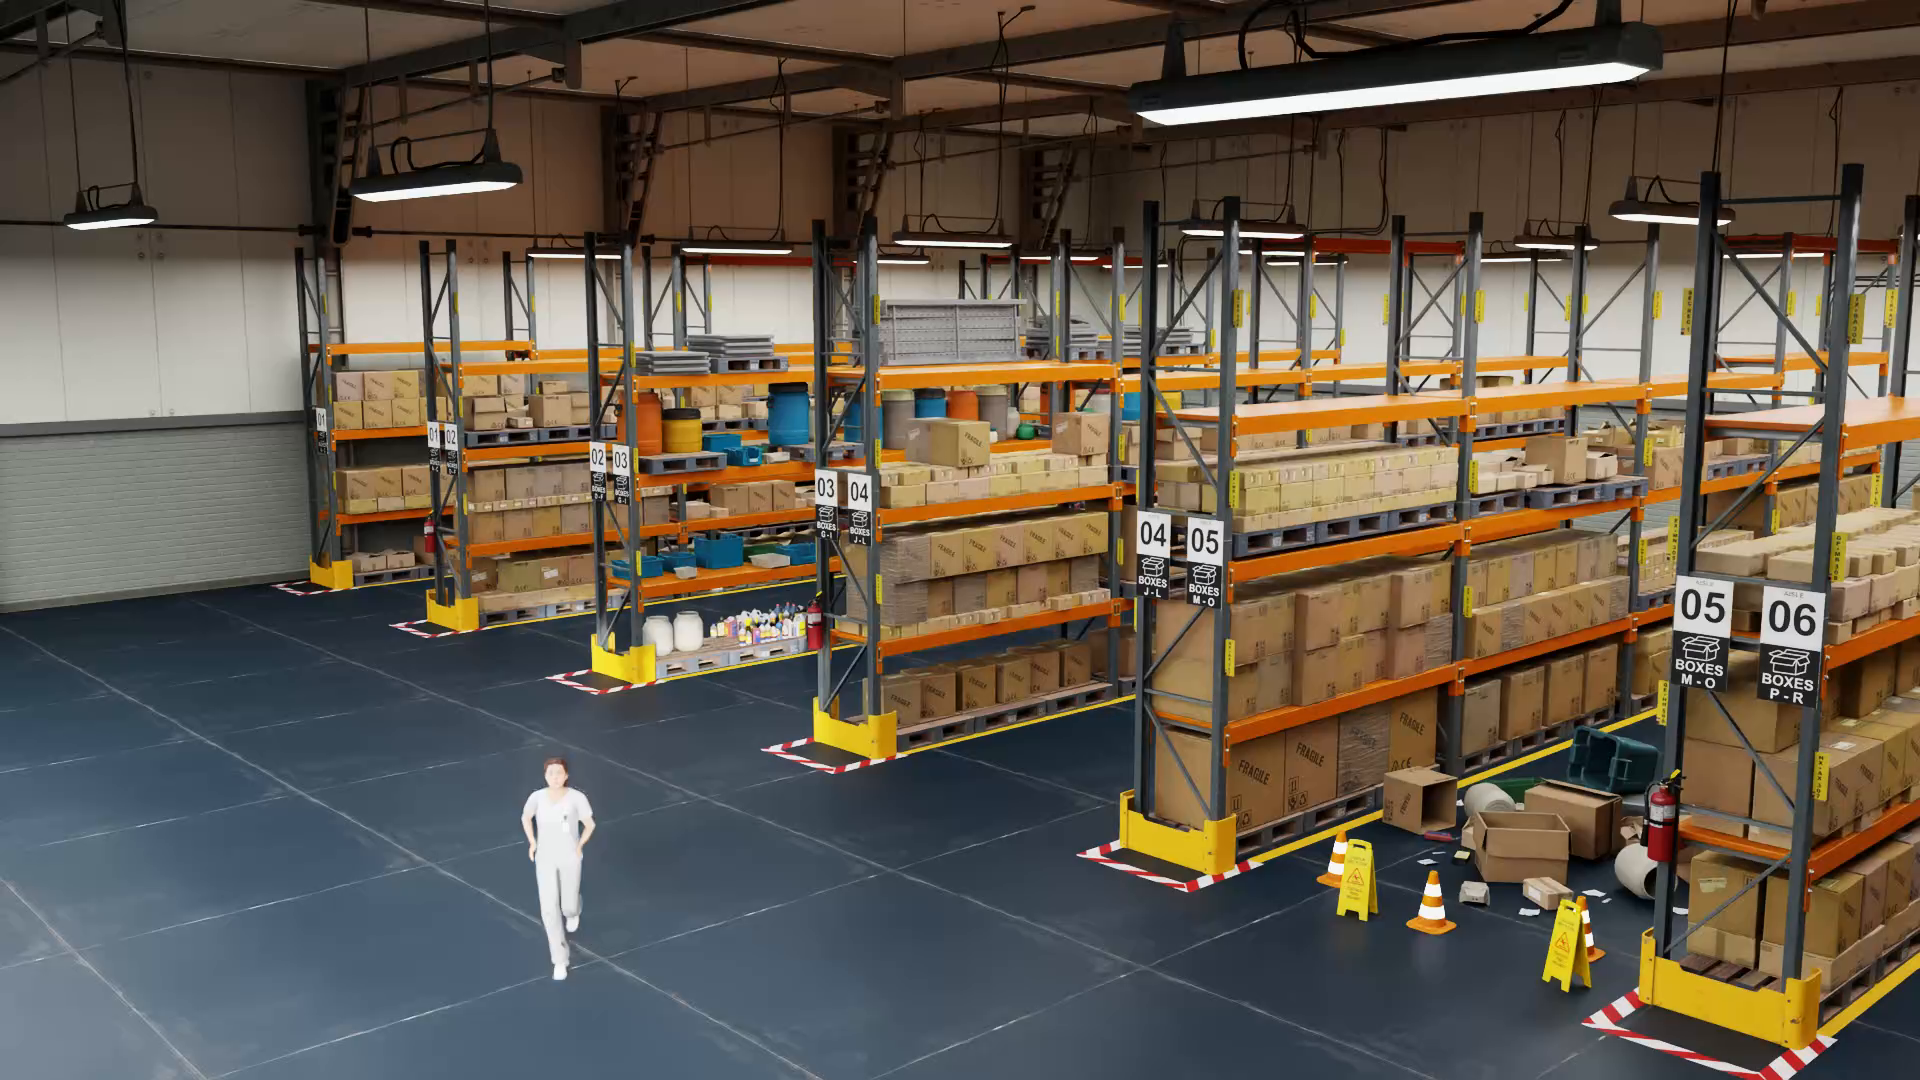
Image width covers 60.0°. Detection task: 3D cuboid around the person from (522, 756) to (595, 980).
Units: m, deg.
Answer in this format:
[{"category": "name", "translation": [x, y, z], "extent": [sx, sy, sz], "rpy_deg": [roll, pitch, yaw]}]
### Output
[{"category": "person", "translation": [-3.117, 2.485, 12.924], "extent": [0.566, 1.658, 0.818], "rpy_deg": [-1, 8, -7]}]
